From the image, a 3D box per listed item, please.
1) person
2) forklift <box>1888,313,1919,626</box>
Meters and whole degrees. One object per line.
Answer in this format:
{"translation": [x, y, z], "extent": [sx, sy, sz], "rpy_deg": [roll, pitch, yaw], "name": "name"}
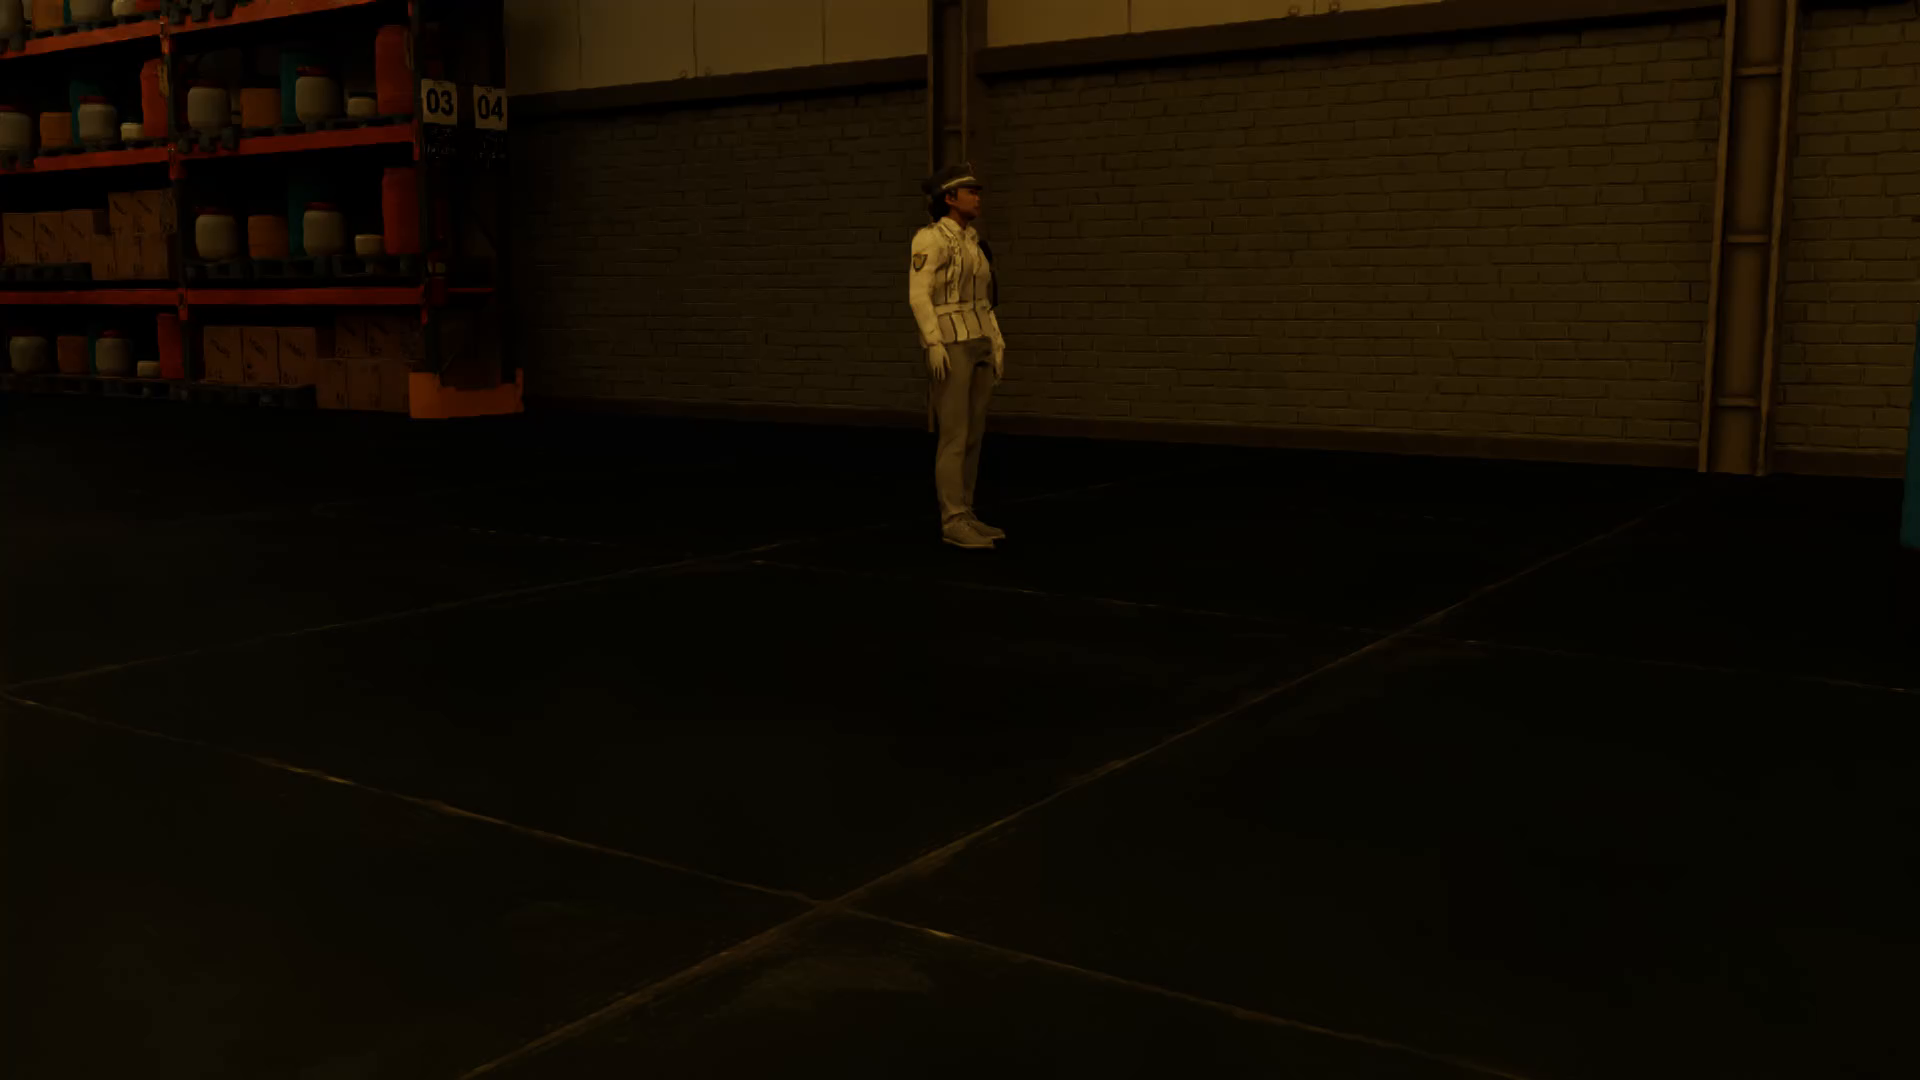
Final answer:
{"translation": [0.052, -0.840, 7.440], "extent": [0.533, 1.695, 0.586], "rpy_deg": [5, 10, 34], "name": "person"}
{"translation": [4.235, -0.997, 4.202], "extent": [1.130, 2.935, 3.031], "rpy_deg": [-6, 10, -36], "name": "forklift"}
